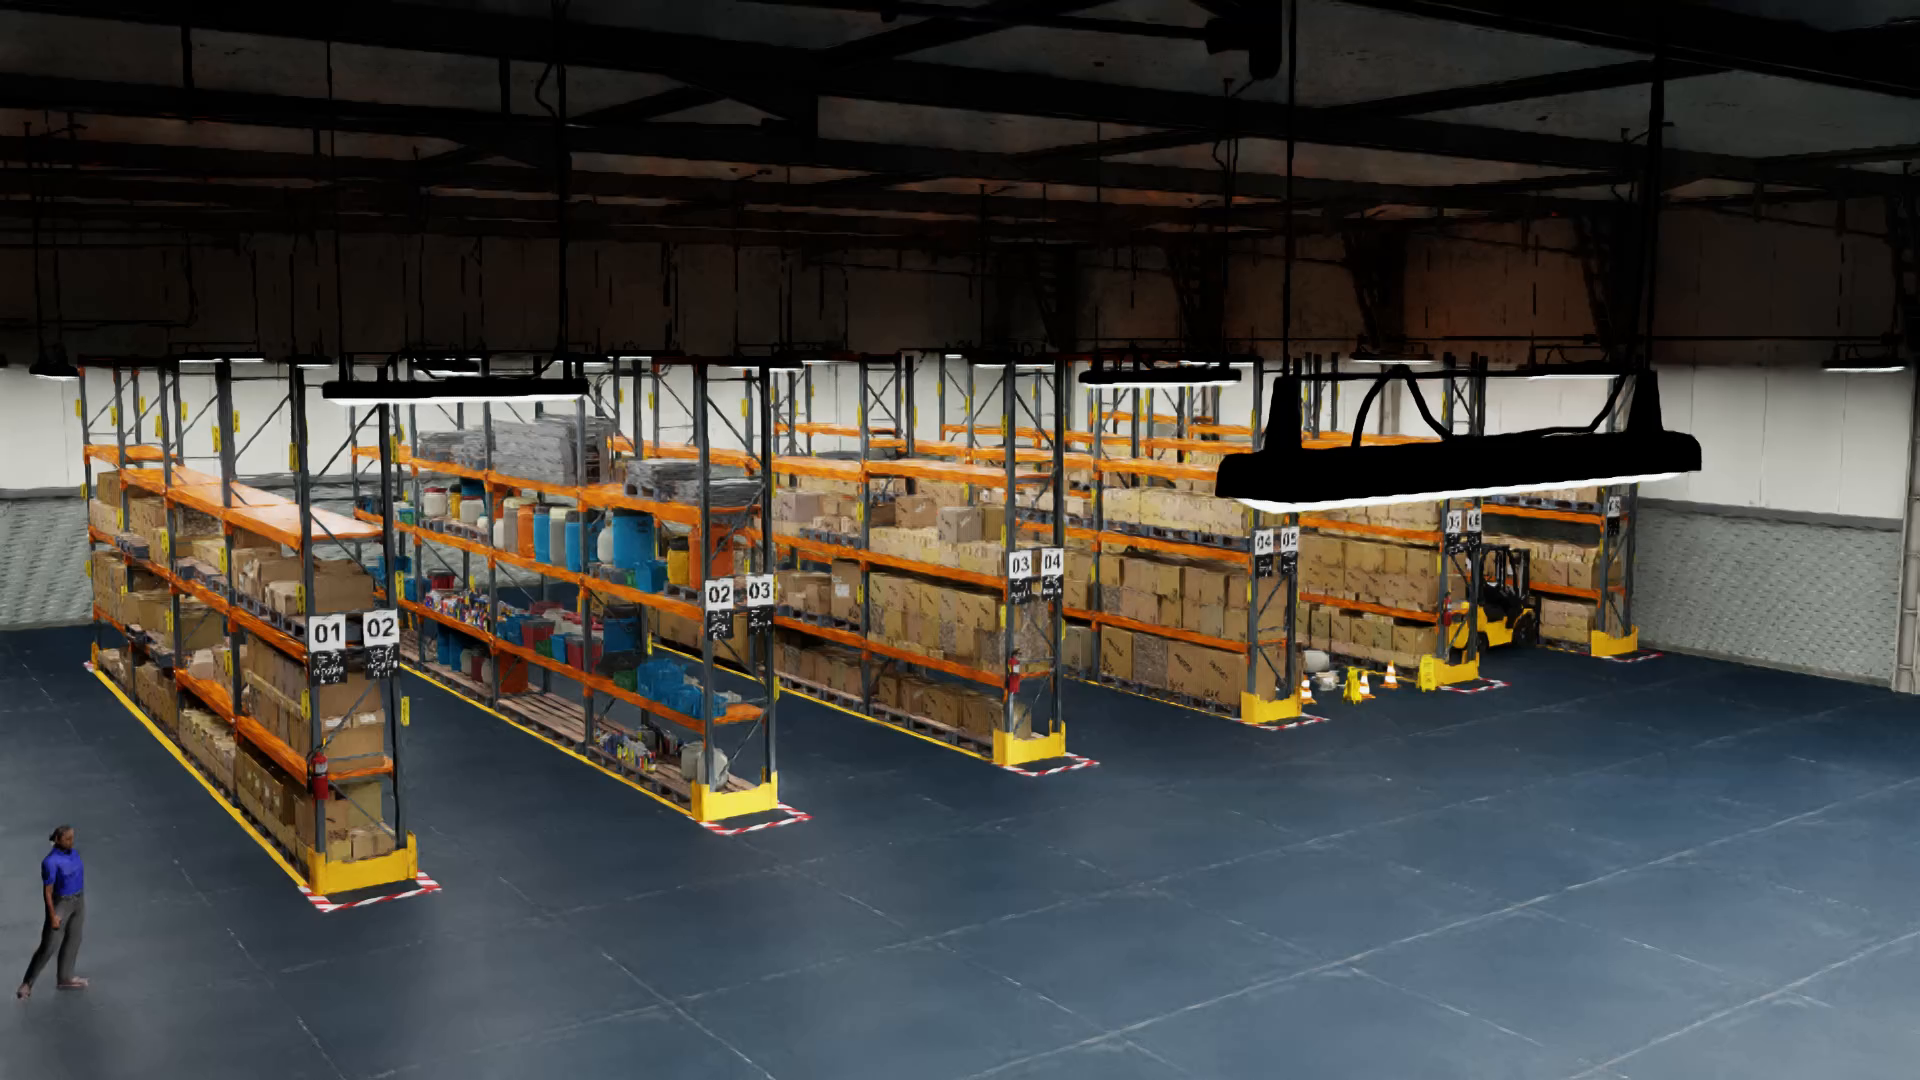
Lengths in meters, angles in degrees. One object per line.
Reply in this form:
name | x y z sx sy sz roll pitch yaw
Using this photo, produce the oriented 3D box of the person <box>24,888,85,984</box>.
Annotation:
person | -8.797 3.847 16.164 0.446 0.942 0.510 1 7 11
